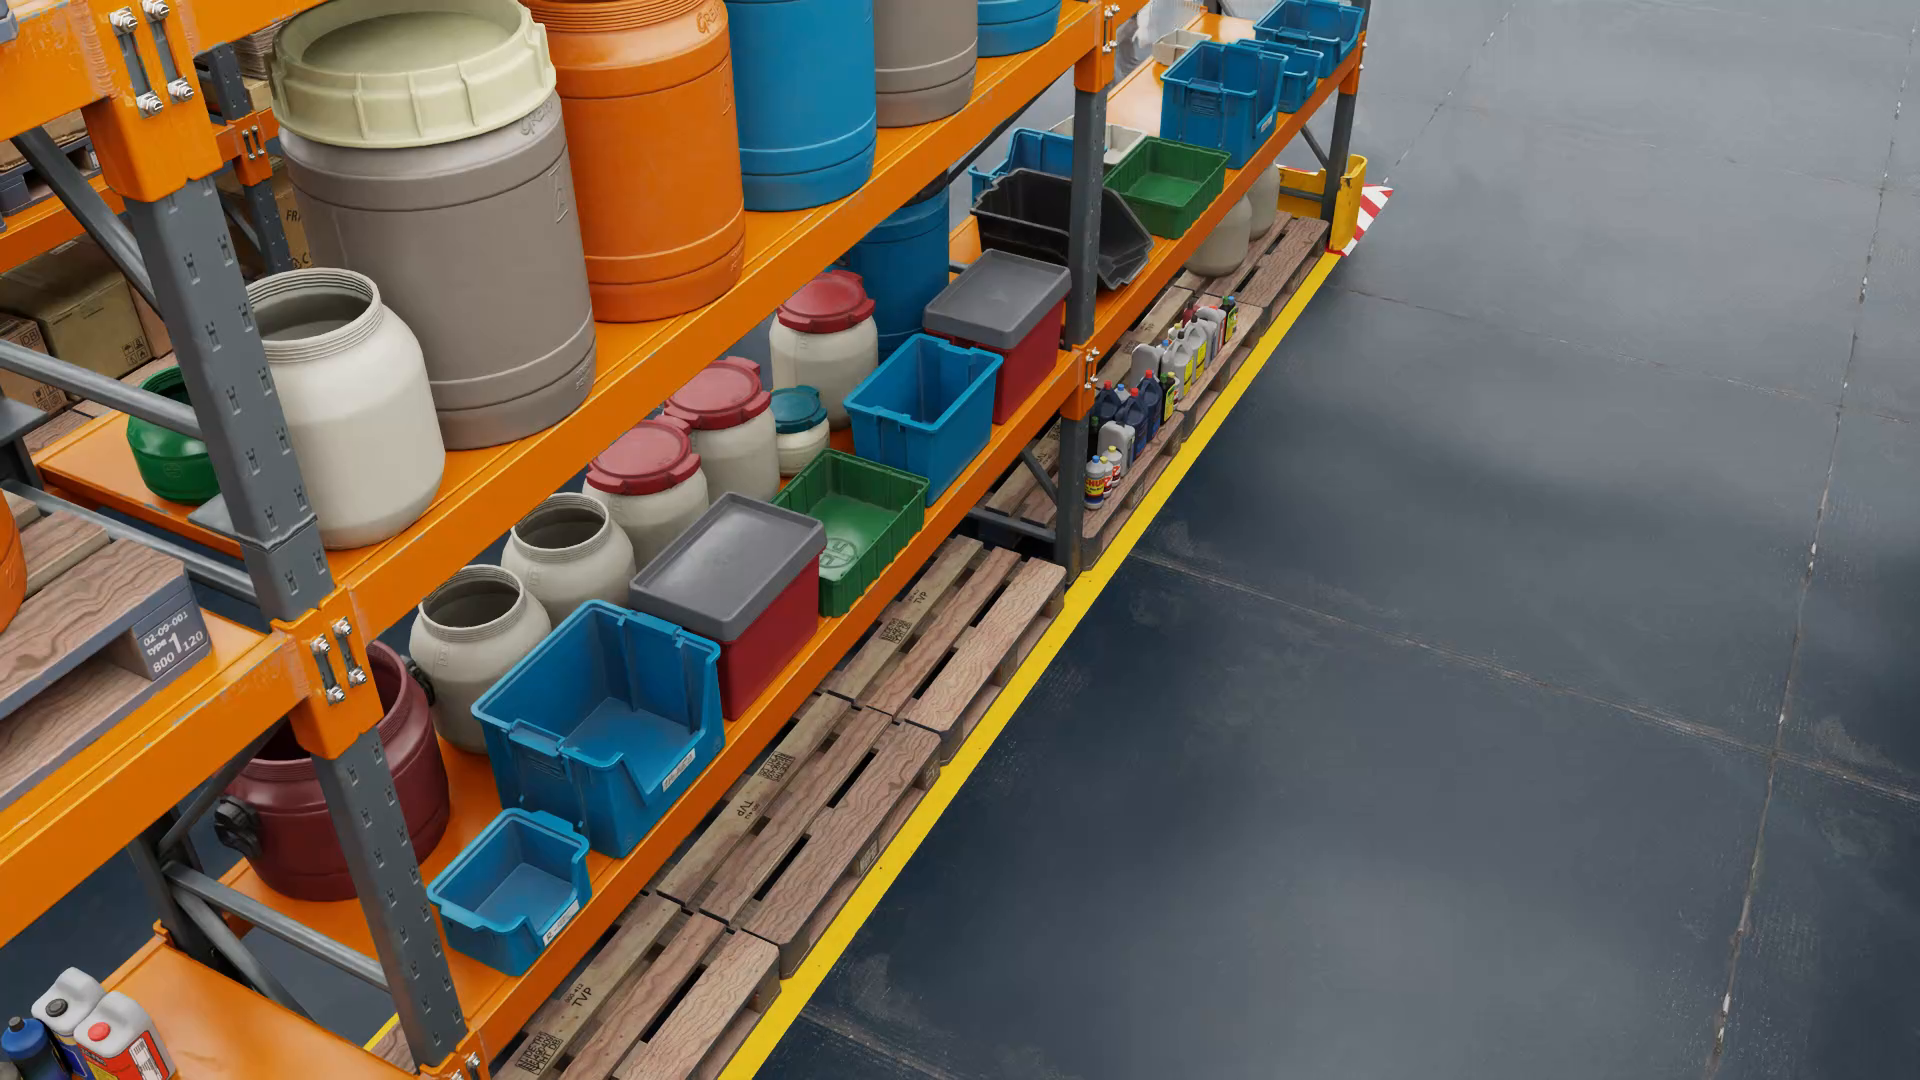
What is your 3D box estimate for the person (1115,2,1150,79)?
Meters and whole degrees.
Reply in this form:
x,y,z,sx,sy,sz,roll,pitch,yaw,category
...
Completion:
x,y,z,sx,sy,sz,roll,pitch,yaw,category
1.071,-3.603,11.461,0.623,1.724,0.599,-8,39,-10,person
